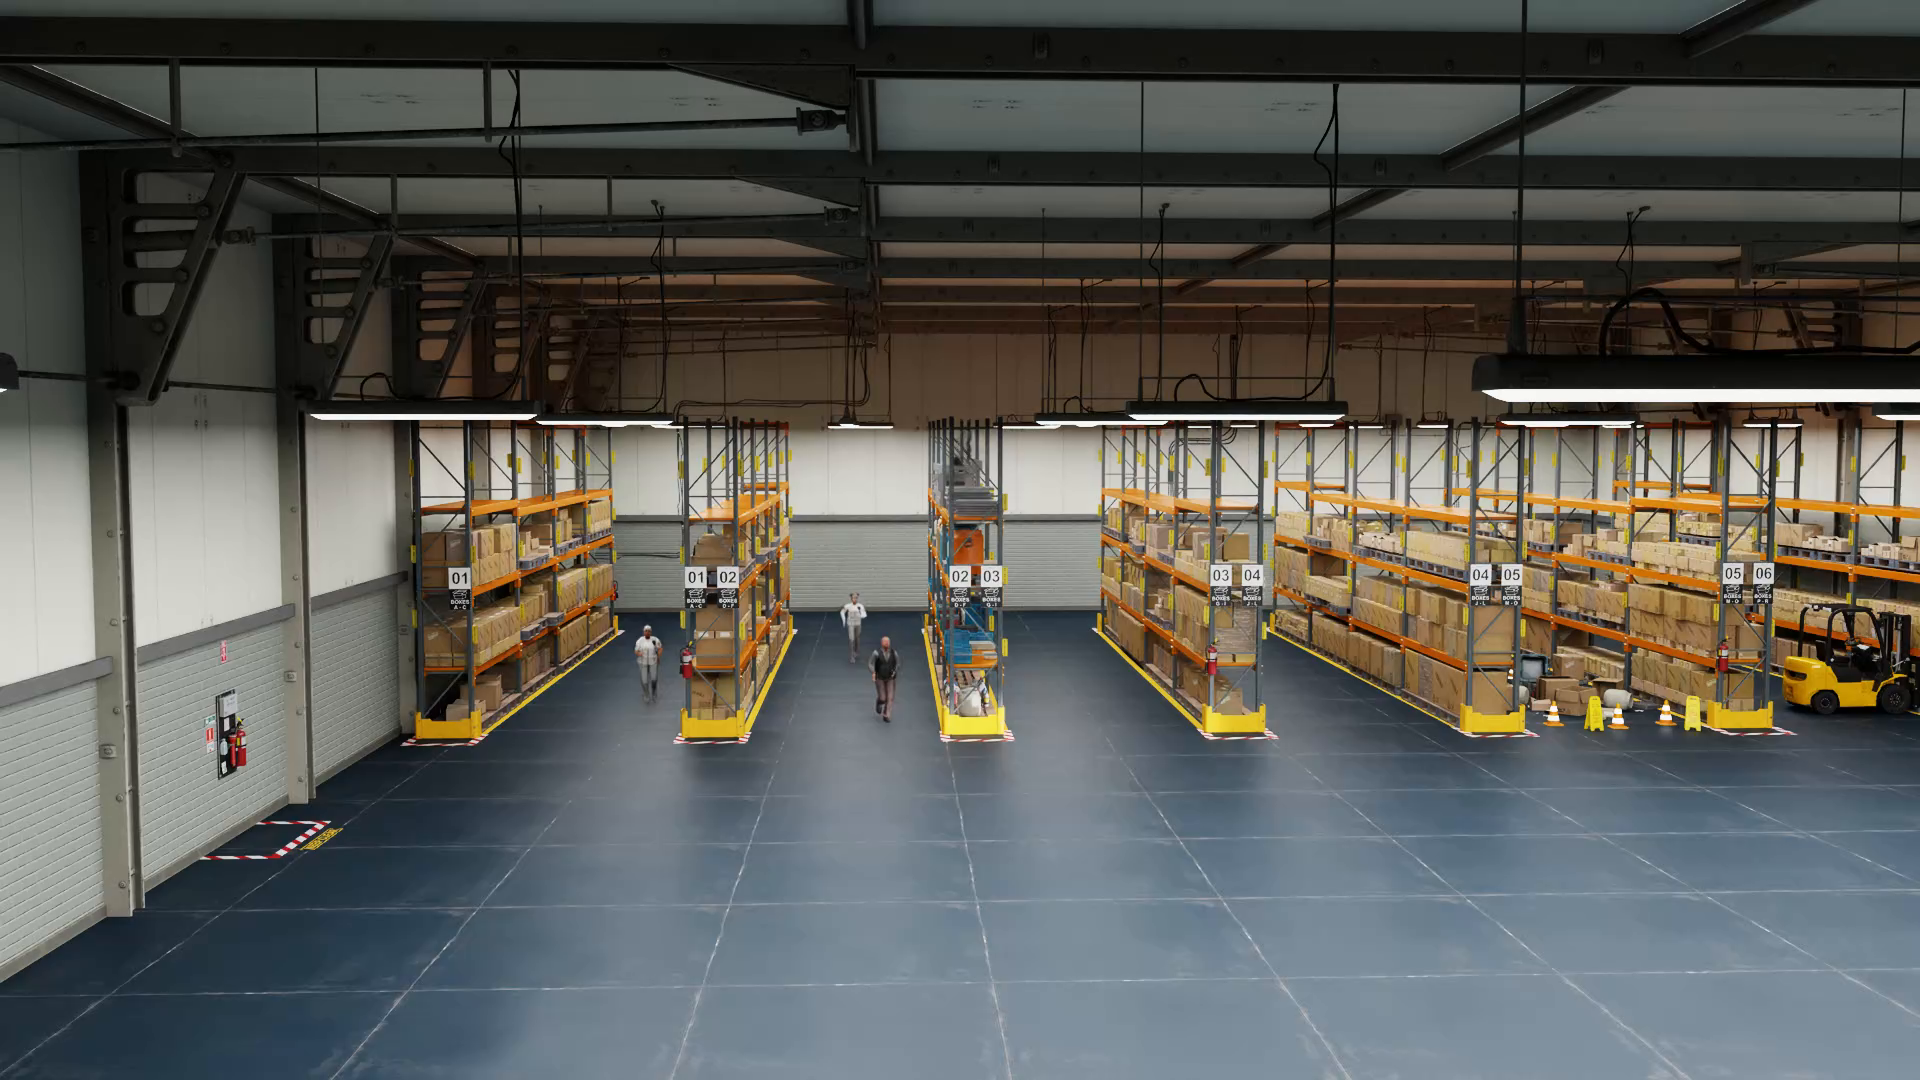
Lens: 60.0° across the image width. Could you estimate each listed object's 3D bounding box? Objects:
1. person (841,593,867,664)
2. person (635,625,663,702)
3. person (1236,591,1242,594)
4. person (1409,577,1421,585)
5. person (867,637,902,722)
[{"bbox_3d":[-2.634,2.166,41.420,0.587,1.742,0.807,-1,4,-15],"label":"person"},{"bbox_3d":[-6.553,2.618,34.997,0.582,1.634,0.605,-1,4,-10],"label":"person"},{"bbox_3d":[7.845,1.884,45.594,0.700,1.744,0.677,0,4,5],"label":"person"},{"bbox_3d":[13.352,1.629,49.352,0.732,1.826,0.652,0,4,5],"label":"person"},{"bbox_3d":[-1.478,2.743,32.833,0.667,1.679,0.597,-1,4,-16],"label":"person"}]
